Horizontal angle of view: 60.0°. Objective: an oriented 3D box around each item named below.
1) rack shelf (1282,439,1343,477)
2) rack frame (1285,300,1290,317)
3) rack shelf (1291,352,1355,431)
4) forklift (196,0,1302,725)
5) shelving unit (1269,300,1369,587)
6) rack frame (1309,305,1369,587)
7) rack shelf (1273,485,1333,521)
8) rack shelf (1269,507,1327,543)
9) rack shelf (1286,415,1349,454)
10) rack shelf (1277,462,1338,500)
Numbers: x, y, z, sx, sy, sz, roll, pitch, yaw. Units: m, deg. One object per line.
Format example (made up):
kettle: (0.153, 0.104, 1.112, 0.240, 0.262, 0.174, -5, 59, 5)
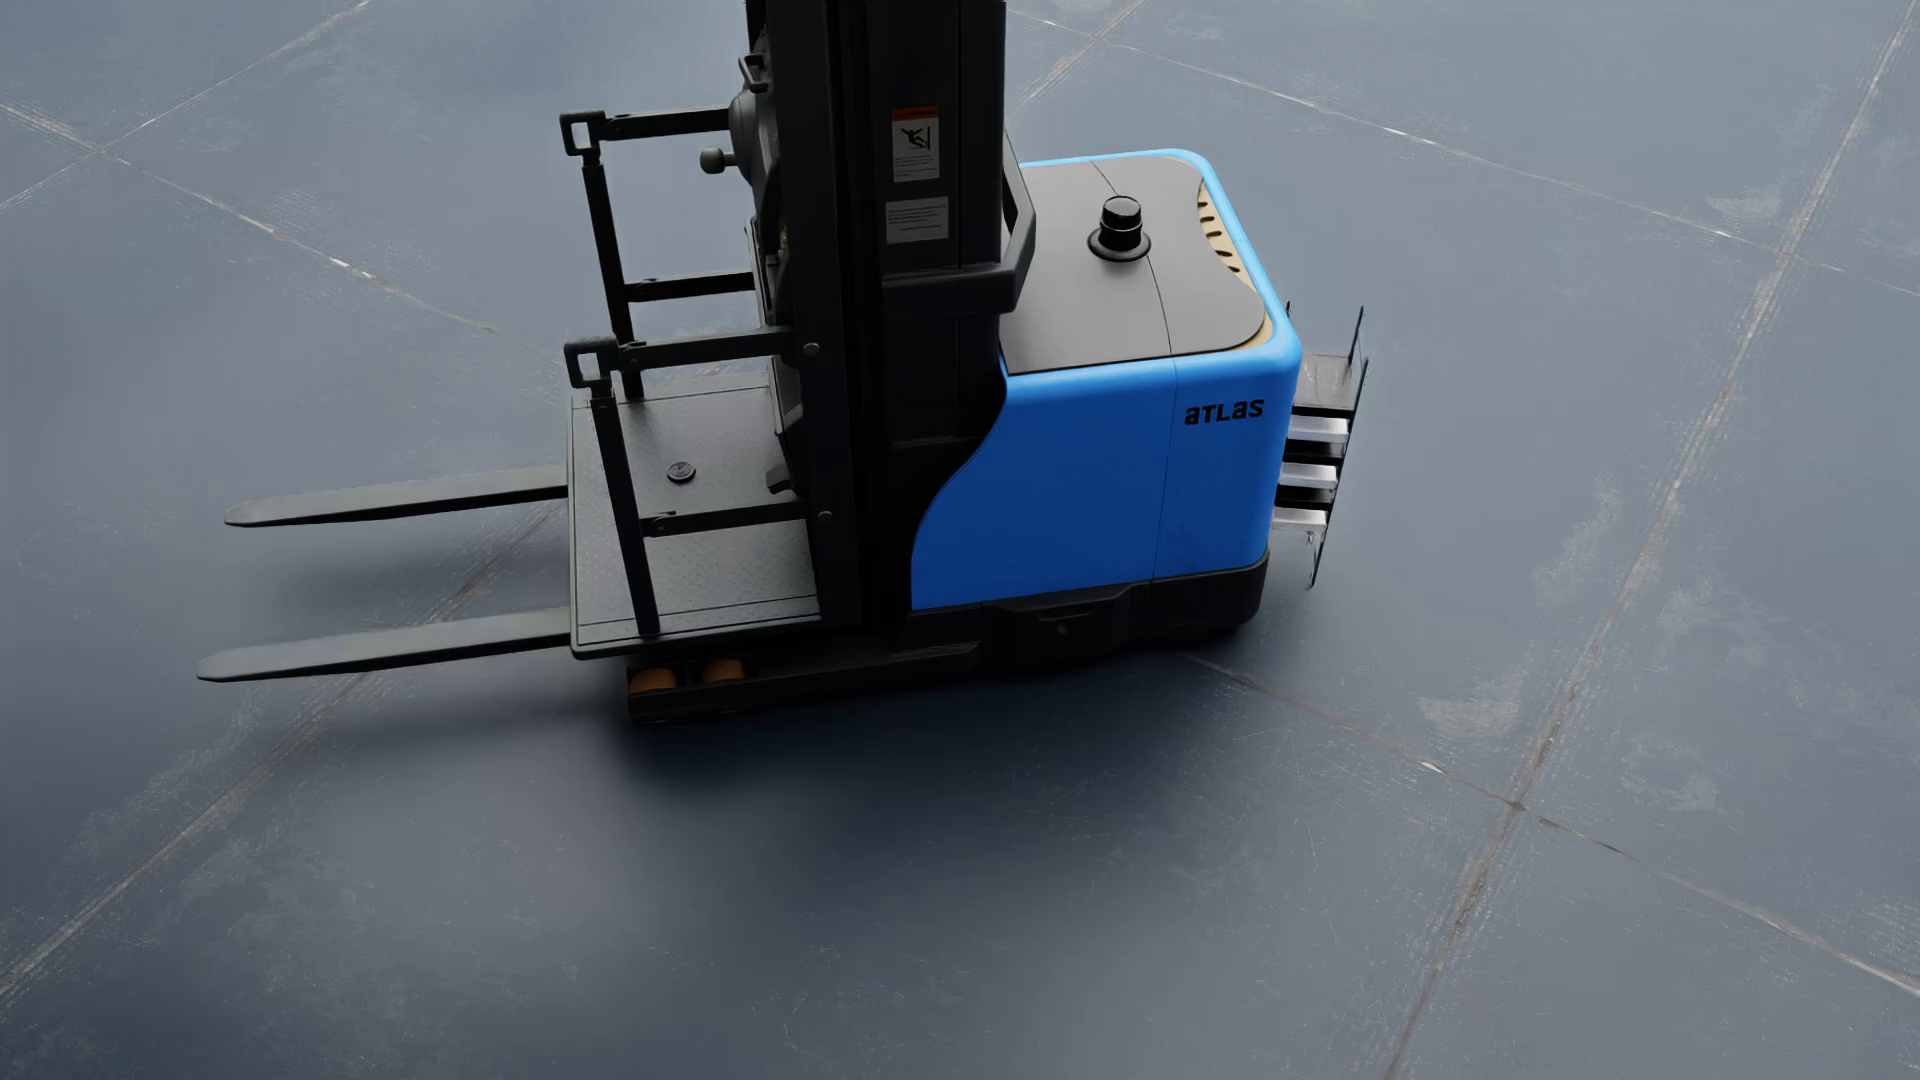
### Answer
rack shelf: (1.002, -0.303, 4.839, 0.200, 0.077, 0.258, 5, 46, 4)
rack frame: (0.901, -0.272, 4.887, 0.006, 0.900, 0.240, 5, 46, 4)
rack shelf: (1.004, -0.429, 4.710, 0.200, 0.077, 0.258, 5, 46, 4)
forklift: (-0.670, -0.912, 4.095, 3.031, 2.935, 1.130, -7, 46, -7)
shelving unit: (1.002, -0.264, 4.880, 0.210, 0.900, 0.258, 5, 46, 4)
rack frame: (1.103, -0.255, 4.873, 0.006, 0.900, 0.240, 5, 46, 4)
rack shelf: (1.000, -0.178, 4.969, 0.200, 0.077, 0.258, 5, 46, 4)
rack shelf: (0.999, -0.115, 5.033, 0.200, 0.077, 0.258, 5, 46, 4)
rack shelf: (1.003, -0.366, 4.775, 0.200, 0.077, 0.258, 5, 46, 4)
rack shelf: (1.001, -0.241, 4.904, 0.200, 0.077, 0.258, 5, 46, 4)
